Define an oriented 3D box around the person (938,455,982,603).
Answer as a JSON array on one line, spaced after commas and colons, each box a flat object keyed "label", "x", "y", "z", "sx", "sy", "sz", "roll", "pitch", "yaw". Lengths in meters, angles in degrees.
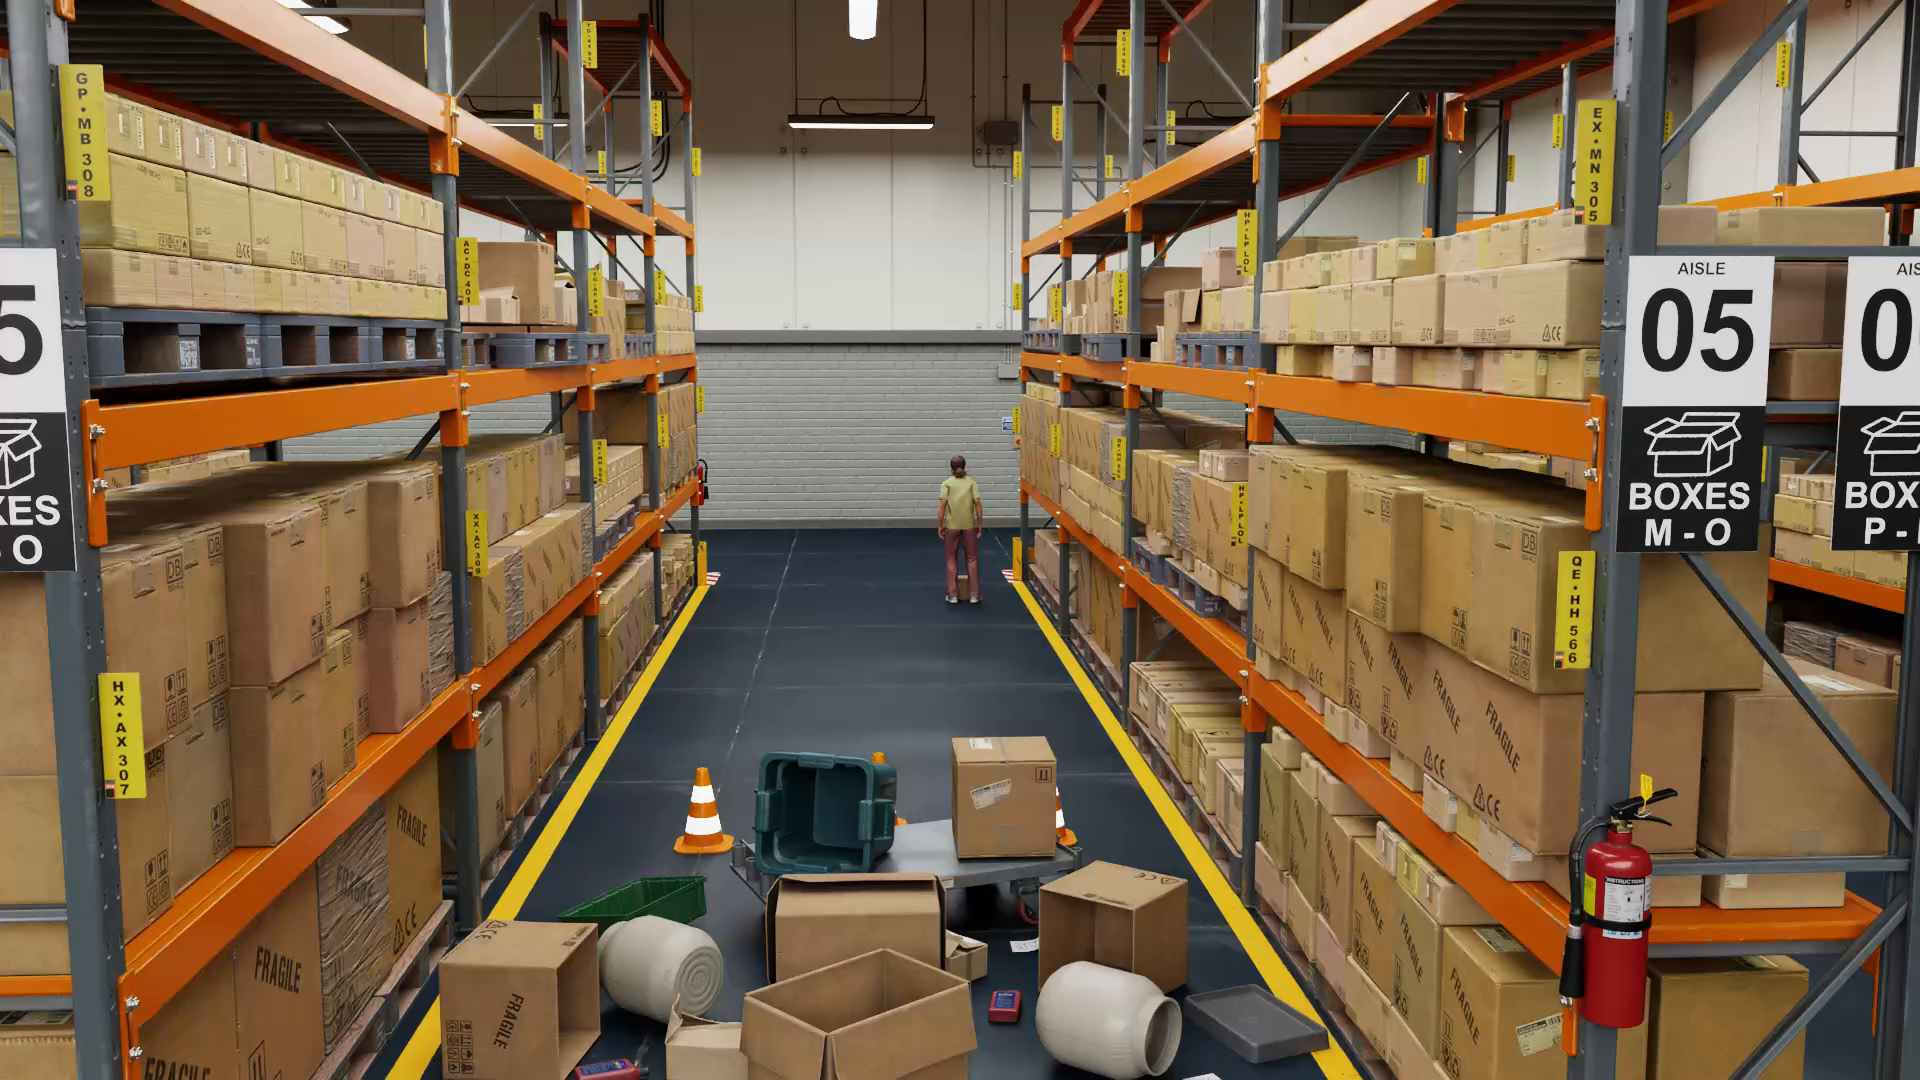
[{"label": "person", "x": 0.005, "y": -0.127, "z": 18.804, "sx": 0.519, "sy": 1.671, "sz": 0.365, "roll": -1, "pitch": 7, "yaw": -6}]
